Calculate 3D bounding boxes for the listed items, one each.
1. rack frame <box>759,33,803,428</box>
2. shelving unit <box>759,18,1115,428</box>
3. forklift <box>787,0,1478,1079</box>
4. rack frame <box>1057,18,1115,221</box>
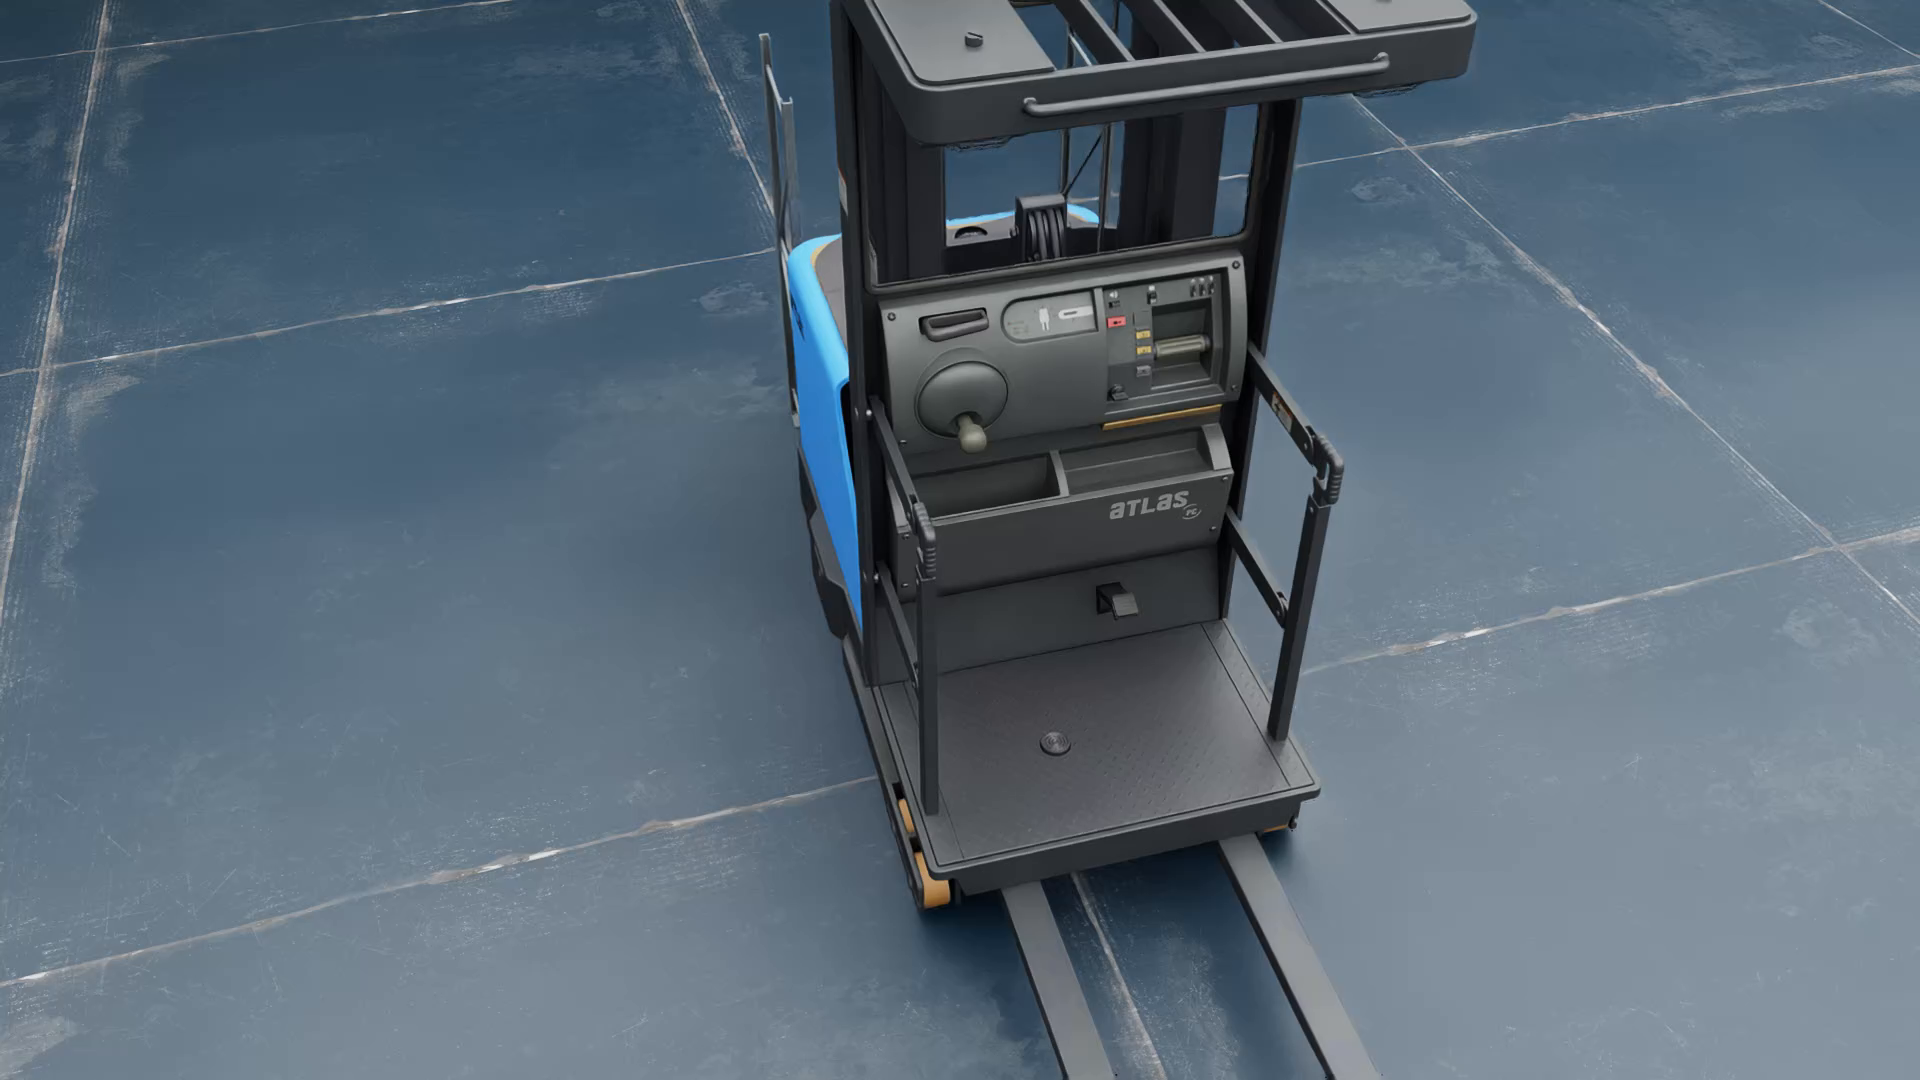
[{"bbox_3d":[-0.572,-0.898,5.638,0.032,1.500,0.500,-9,42,-10],"label":"rack frame"},{"bbox_3d":[-0.077,-0.975,5.726,1.048,1.500,0.538,-9,42,-10],"label":"shelving unit"},{"bbox_3d":[0.327,-0.380,3.957,1.130,2.935,3.031,-10,42,-11],"label":"forklift"},{"bbox_3d":[0.418,-1.052,5.814,0.032,1.500,0.500,-9,42,-10],"label":"rack frame"}]
